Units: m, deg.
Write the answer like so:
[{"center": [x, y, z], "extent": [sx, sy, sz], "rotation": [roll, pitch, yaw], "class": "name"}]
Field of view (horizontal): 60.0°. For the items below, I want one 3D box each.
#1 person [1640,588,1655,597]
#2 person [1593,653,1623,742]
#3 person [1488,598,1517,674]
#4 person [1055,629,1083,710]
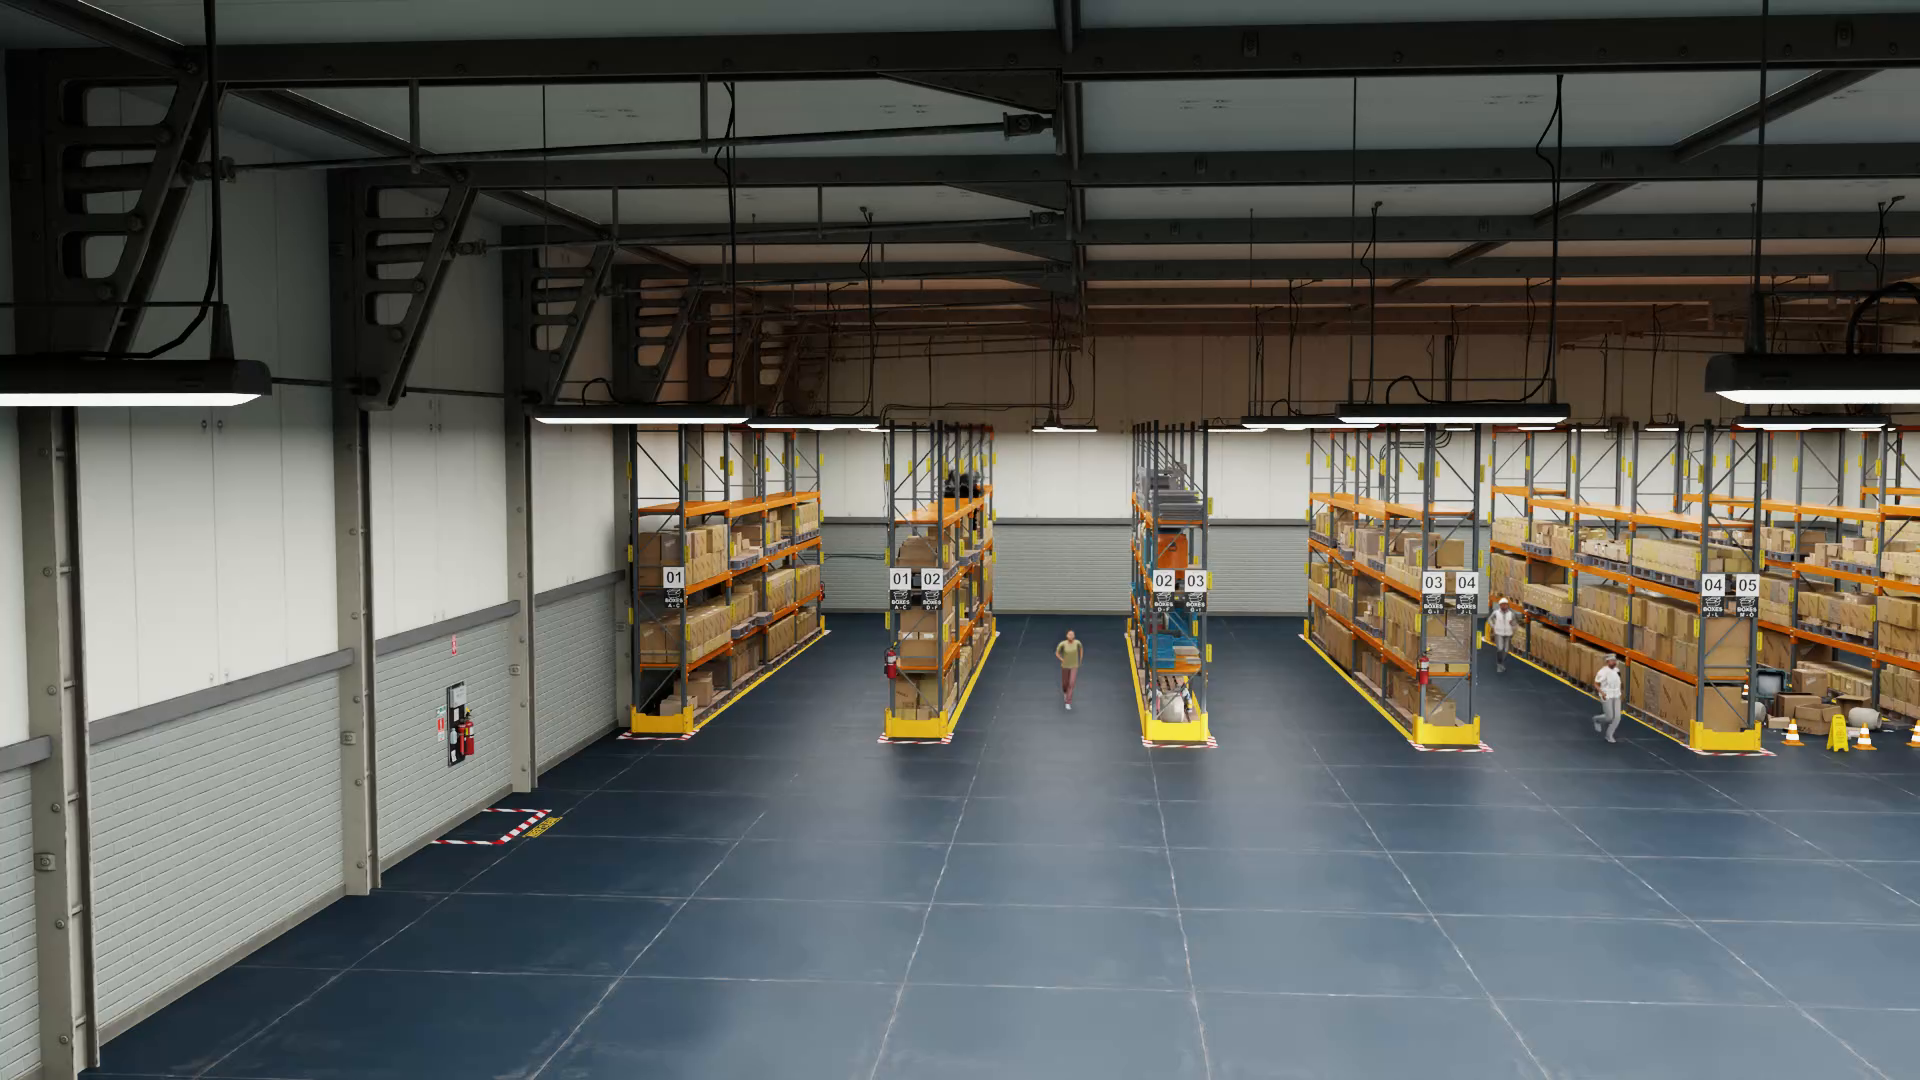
[{"center": [19.489, 1.862, 47.330], "extent": [0.835, 1.716, 0.624], "rotation": [1, 4, 14], "class": "person"}, {"center": [12.177, 2.943, 31.195], "extent": [0.399, 1.673, 0.589], "rotation": [-1, 4, -14], "class": "person"}, {"center": [13.084, 2.313, 40.045], "extent": [0.638, 1.820, 0.693], "rotation": [0, 4, 5], "class": "person"}, {"center": [2.308, 2.687, 35.035], "extent": [0.602, 1.660, 0.921], "rotation": [0, 4, -2], "class": "person"}]
